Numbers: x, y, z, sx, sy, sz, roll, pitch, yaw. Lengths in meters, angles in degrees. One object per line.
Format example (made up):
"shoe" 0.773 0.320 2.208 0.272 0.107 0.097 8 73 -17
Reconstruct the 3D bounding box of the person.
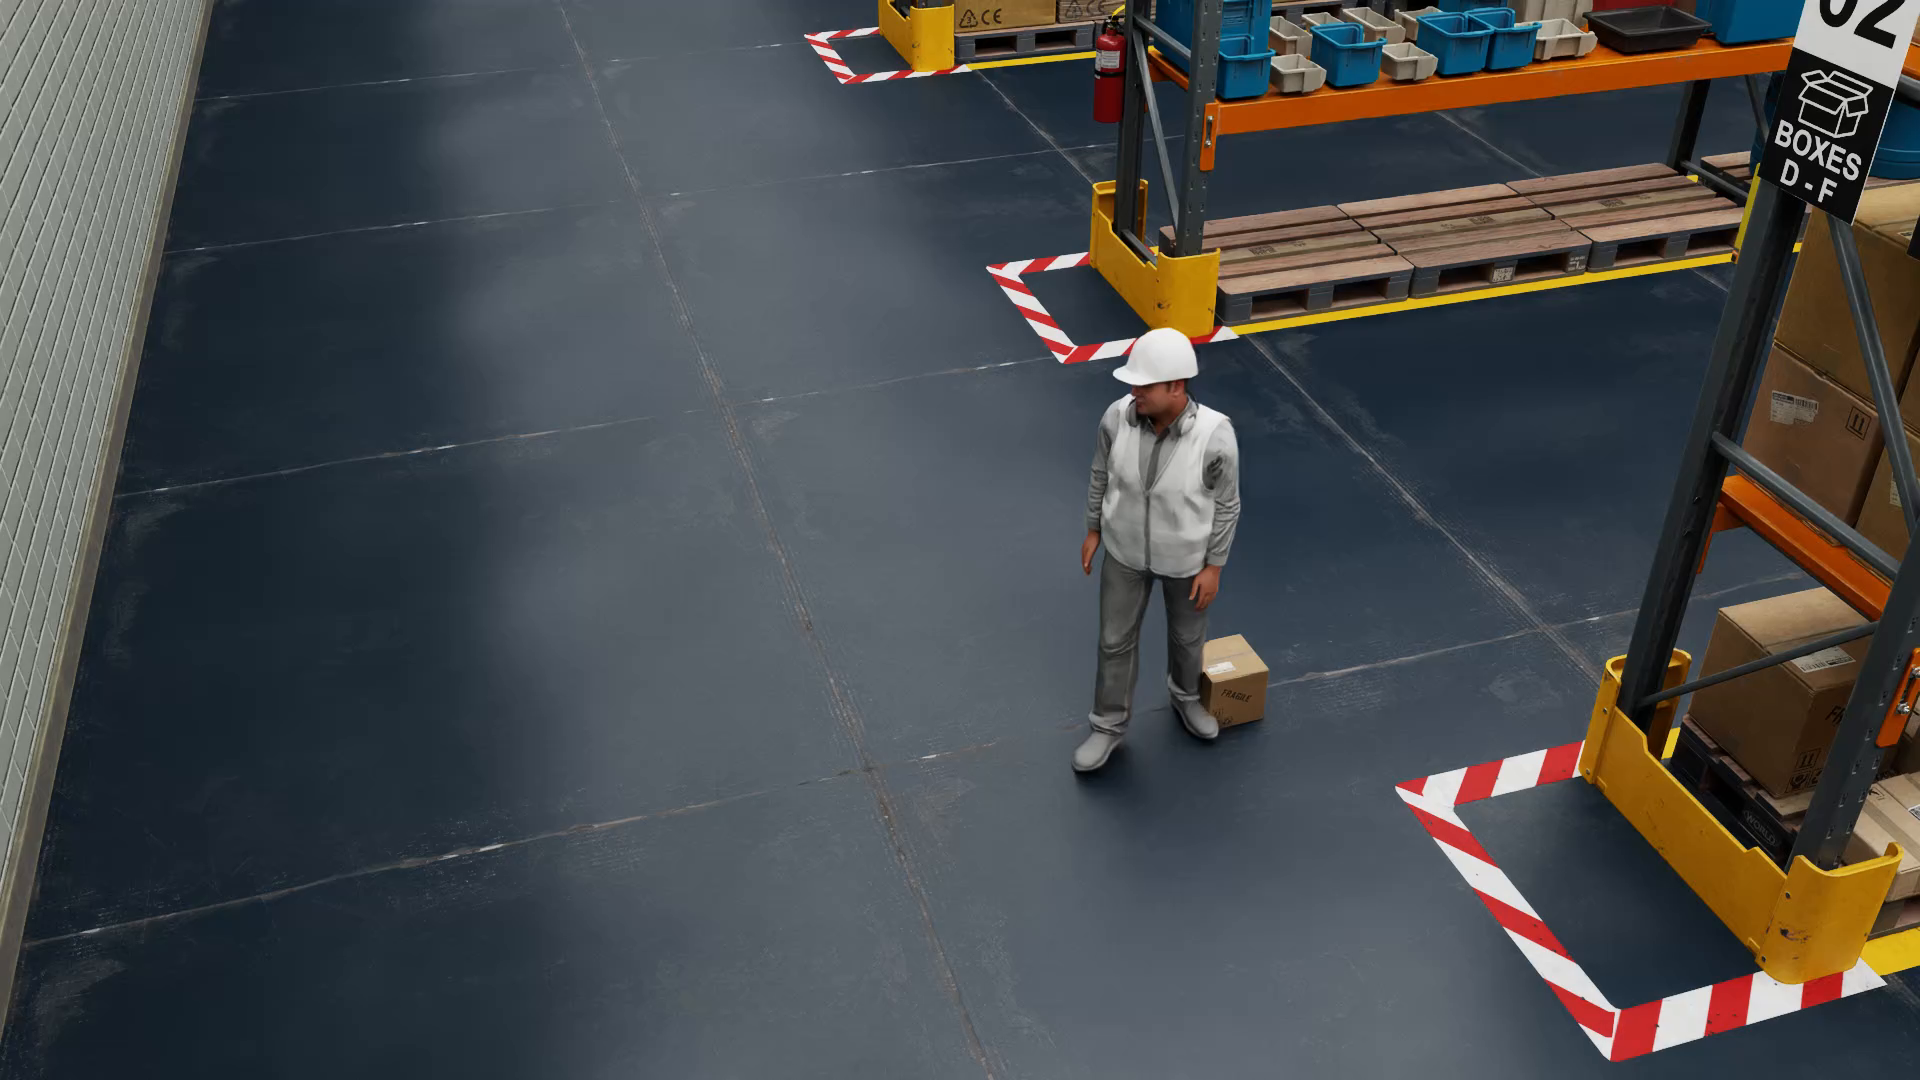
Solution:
"person" 0.710 0.045 6.033 0.578 1.772 0.617 12 36 17
